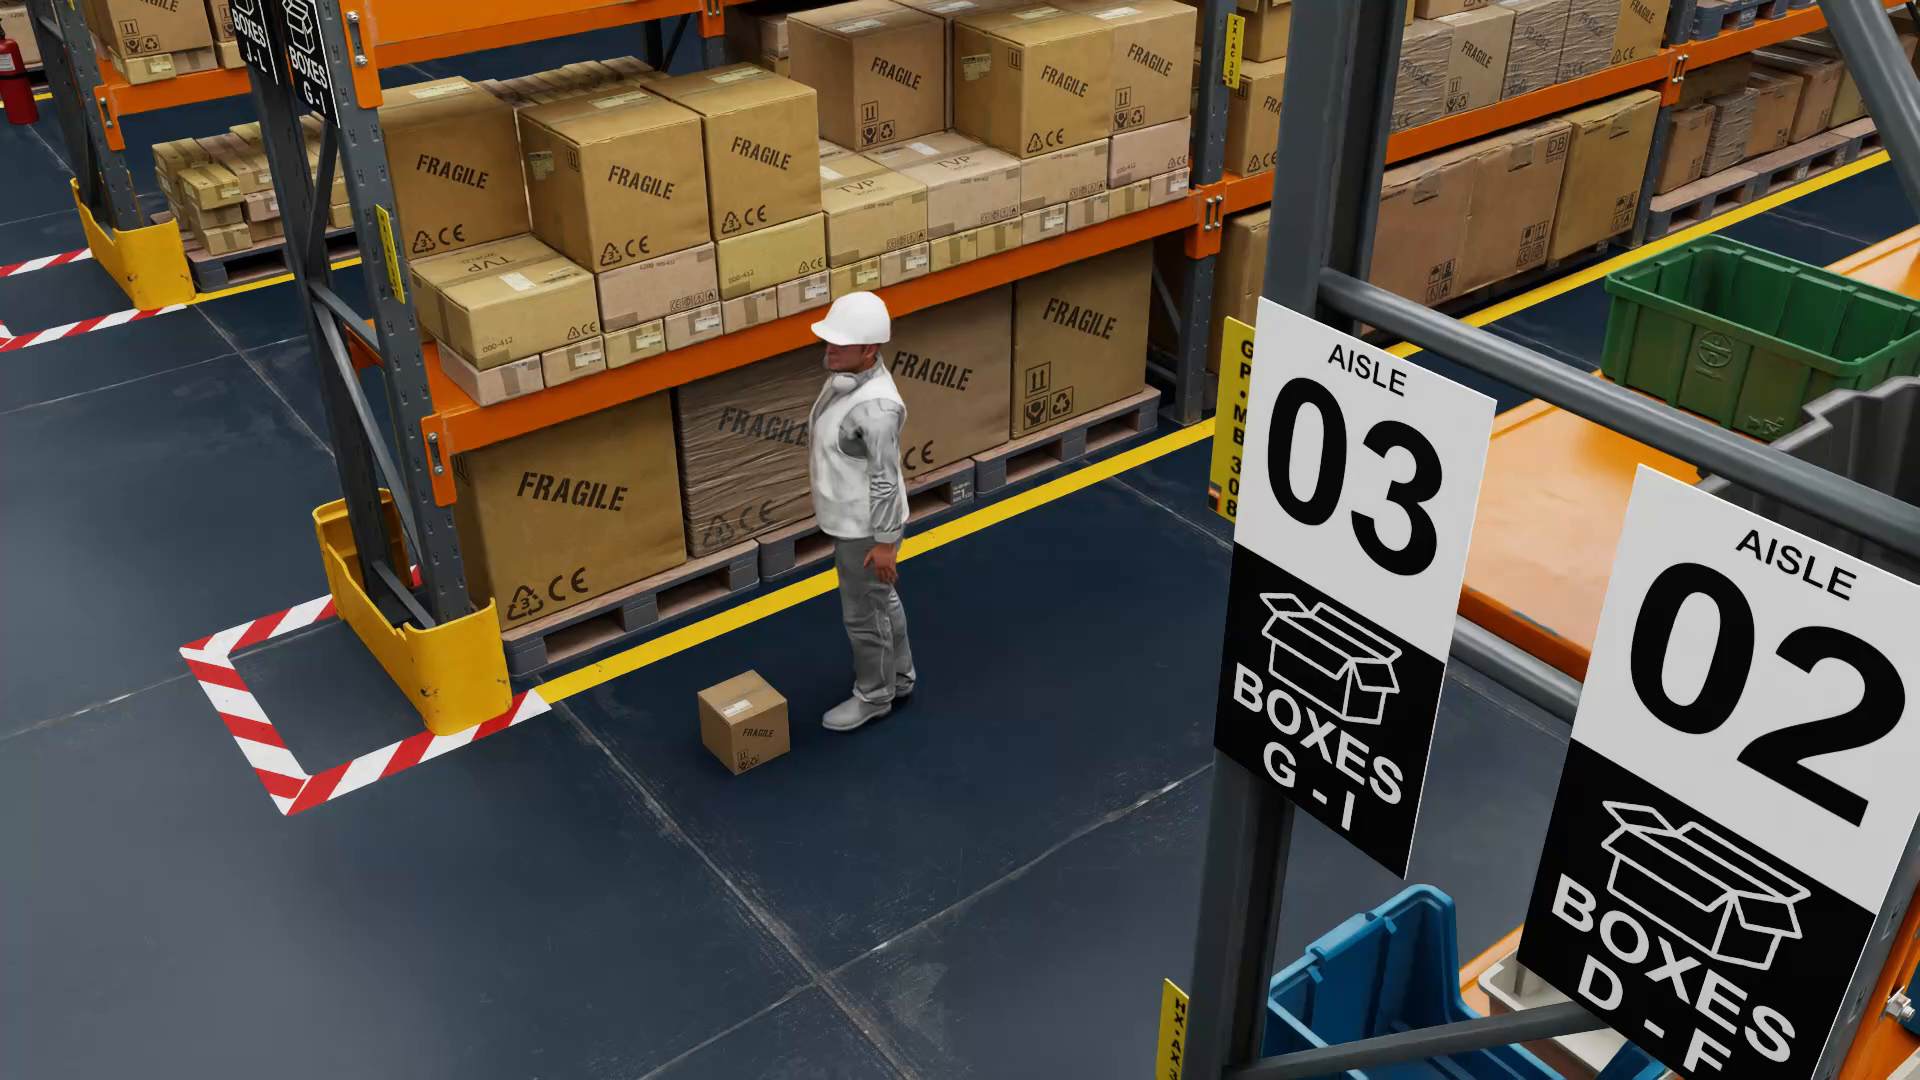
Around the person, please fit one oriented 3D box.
[{"bbox_3d":[-0.436,-0.120,6.280,0.405,1.770,0.577,-13,34,-20],"label":"person"}]
